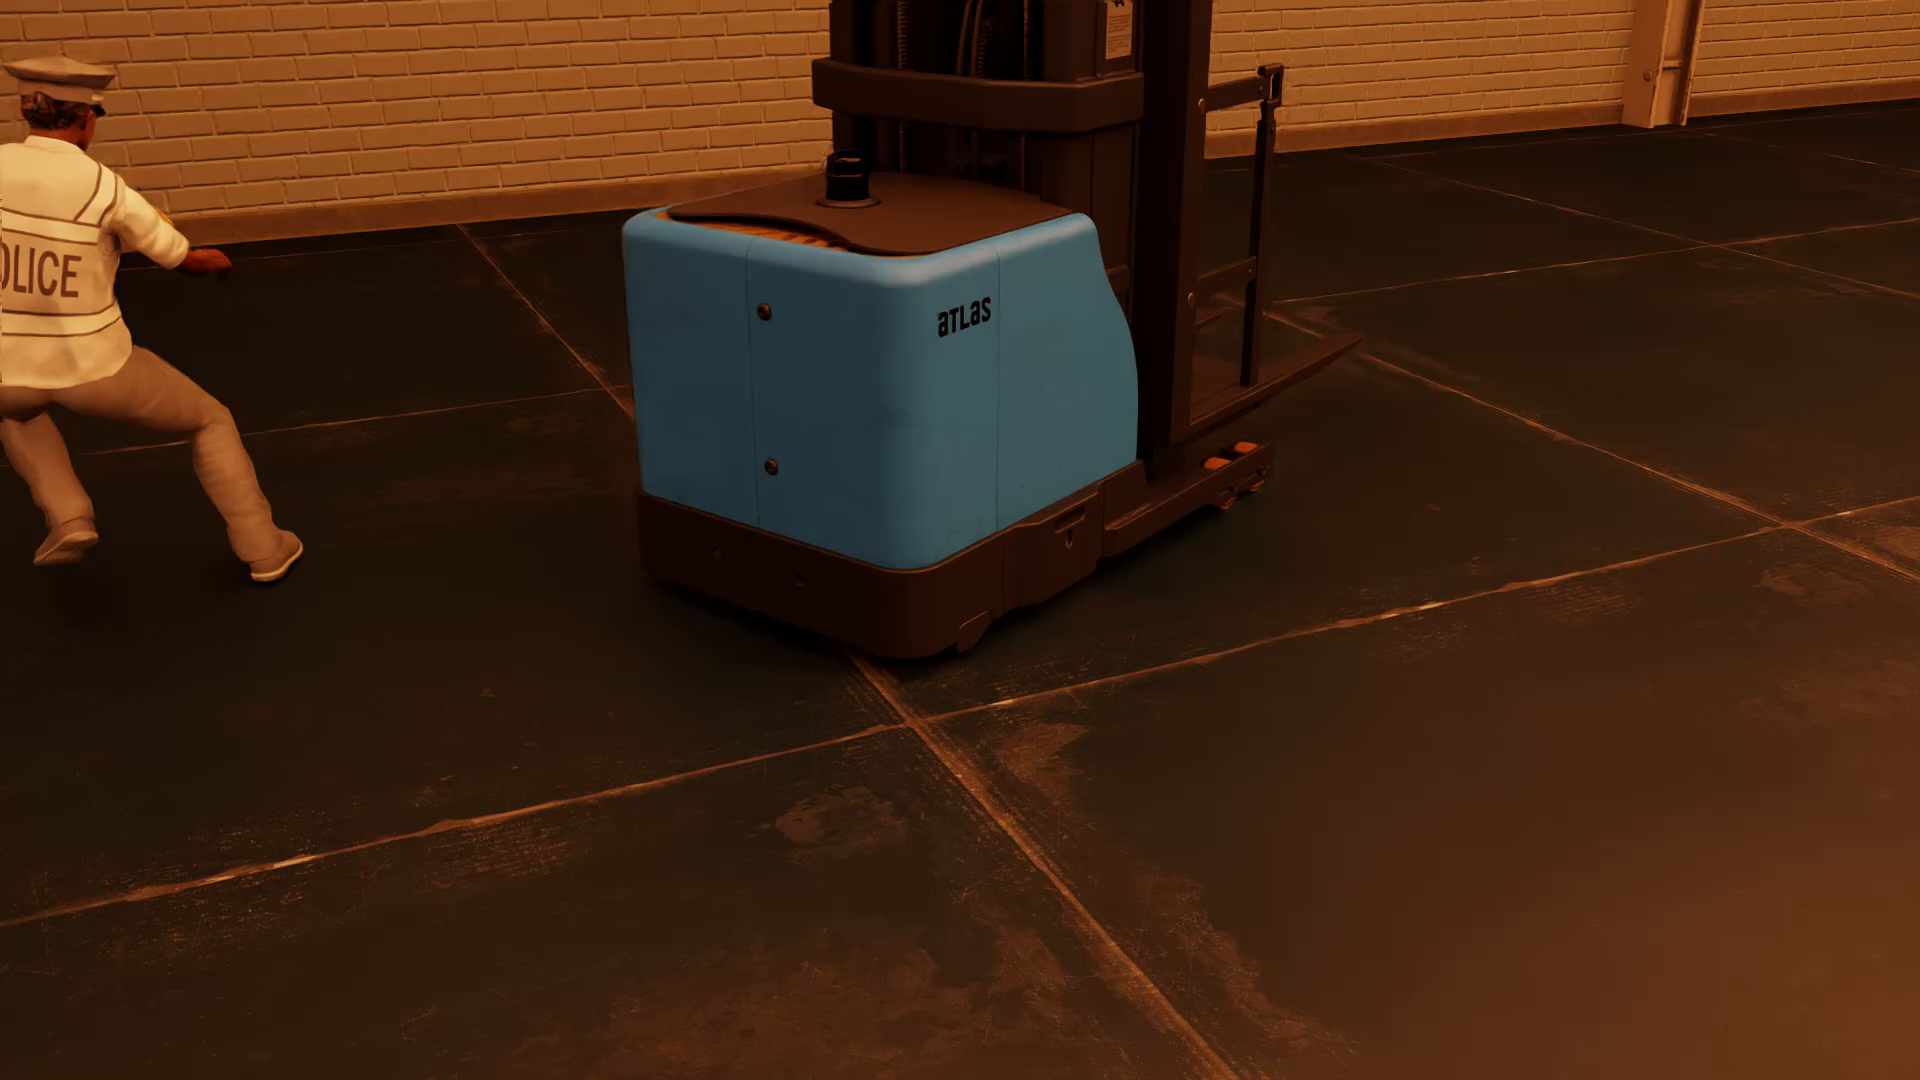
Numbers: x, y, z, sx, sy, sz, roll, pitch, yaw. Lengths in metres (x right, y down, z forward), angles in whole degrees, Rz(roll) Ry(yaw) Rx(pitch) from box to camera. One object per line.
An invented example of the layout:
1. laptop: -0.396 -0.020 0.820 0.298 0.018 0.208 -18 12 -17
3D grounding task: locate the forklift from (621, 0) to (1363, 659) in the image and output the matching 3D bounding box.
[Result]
1. forklift: 0.380 -1.554 5.027 1.130 2.935 3.031 16 28 34

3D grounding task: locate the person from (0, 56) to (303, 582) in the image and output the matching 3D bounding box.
1. person: -2.371 -0.577 4.567 0.842 1.475 0.725 -4 23 -9
